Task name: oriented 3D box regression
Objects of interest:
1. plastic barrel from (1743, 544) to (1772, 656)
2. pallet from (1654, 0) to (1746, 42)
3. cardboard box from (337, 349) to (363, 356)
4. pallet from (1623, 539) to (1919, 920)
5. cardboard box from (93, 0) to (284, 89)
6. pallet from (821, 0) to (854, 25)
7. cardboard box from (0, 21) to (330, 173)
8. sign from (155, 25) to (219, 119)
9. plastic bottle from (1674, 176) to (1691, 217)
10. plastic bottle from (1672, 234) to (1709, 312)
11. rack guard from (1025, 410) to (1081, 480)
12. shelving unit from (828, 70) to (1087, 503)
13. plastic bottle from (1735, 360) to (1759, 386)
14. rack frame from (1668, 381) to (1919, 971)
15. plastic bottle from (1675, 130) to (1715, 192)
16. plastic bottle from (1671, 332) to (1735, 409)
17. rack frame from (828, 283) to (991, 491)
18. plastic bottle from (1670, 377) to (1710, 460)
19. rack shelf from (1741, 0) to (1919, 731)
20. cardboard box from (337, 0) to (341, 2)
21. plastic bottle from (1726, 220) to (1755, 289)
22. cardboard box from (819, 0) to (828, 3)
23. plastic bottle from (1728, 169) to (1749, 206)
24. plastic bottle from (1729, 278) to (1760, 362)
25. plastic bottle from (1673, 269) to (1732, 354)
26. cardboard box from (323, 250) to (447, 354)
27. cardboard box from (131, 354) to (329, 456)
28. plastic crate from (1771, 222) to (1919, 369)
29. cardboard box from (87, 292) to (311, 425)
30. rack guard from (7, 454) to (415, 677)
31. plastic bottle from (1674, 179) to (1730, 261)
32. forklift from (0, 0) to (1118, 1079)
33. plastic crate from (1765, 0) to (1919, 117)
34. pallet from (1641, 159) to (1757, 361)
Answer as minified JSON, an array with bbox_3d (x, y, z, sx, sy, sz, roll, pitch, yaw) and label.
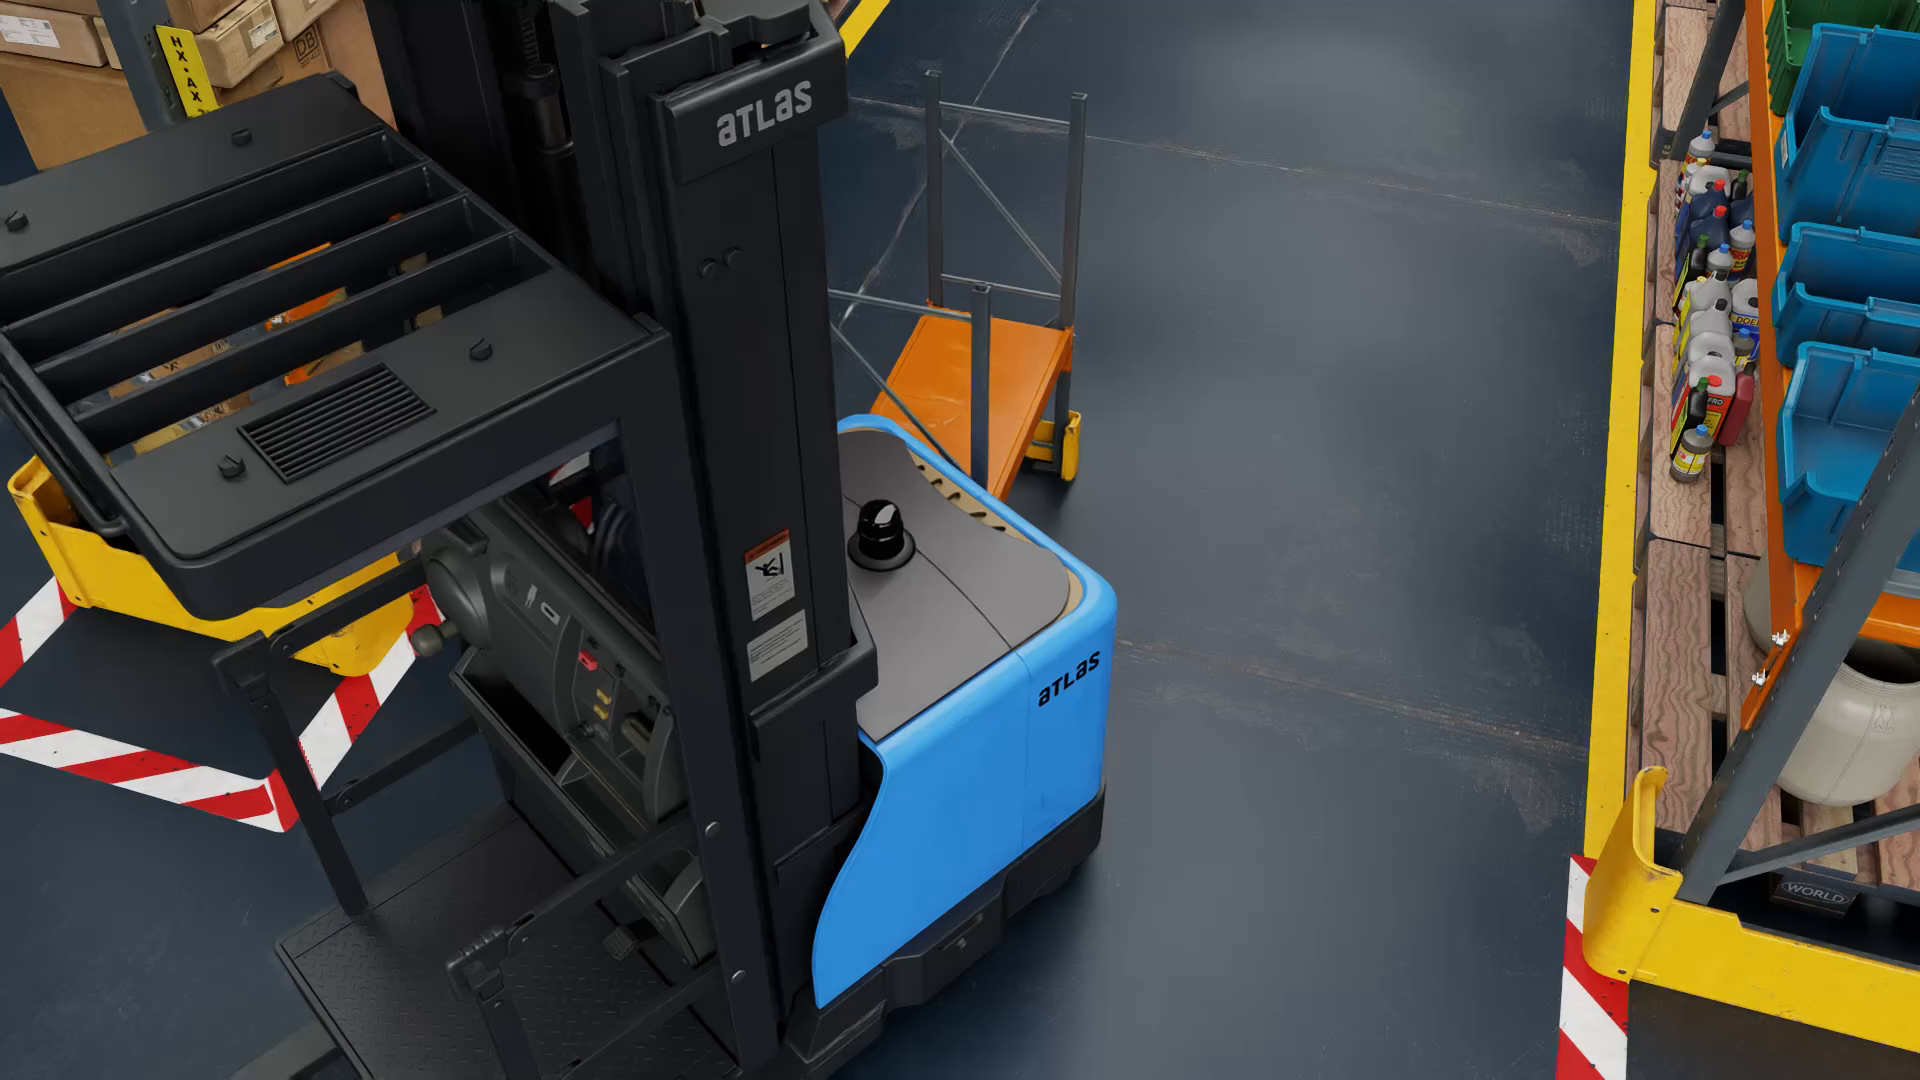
[{"bbox_3d":[2.609,0.124,4.958,0.421,0.512,0.421,0,44,0],"label":"plastic barrel"},{"bbox_3d":[4.111,-2.844,8.505,1.003,0.211,1.213,13,46,13],"label":"pallet"},{"bbox_3d":[-1.867,-0.690,5.976,0.500,0.250,0.500,13,46,13],"label":"cardboard box"},{"bbox_3d":[2.560,0.569,5.018,1.003,0.211,1.213,13,46,13],"label":"pallet"},{"bbox_3d":[-2.065,-1.362,4.462,0.380,0.149,0.250,12,46,12],"label":"cardboard box"},{"bbox_3d":[-0.992,-3.047,8.713,1.003,0.211,1.213,13,46,13],"label":"pallet"},{"bbox_3d":[-2.235,-1.222,4.783,0.700,0.500,0.500,13,46,13],"label":"cardboard box"},{"bbox_3d":[-1.862,-1.094,4.048,0.100,0.325,0.005,13,46,13],"label":"sign"},{"bbox_3d":[2.966,-1.395,6.717,0.097,0.201,0.097,0,44,0],"label":"plastic bottle"},{"bbox_3d":[2.755,-1.002,6.257,0.061,0.283,0.133,14,46,14],"label":"plastic bottle"},{"bbox_3d":[0.137,-0.389,5.968,0.587,0.250,0.087,12,46,12],"label":"rack guard"},{"bbox_3d":[-0.010,-0.503,5.191,0.587,1.500,1.083,12,46,12],"label":"shelving unit"},{"bbox_3d":[2.738,-0.541,5.845,0.097,0.201,0.097,0,44,0],"label":"plastic bottle"},{"bbox_3d":[2.331,0.173,3.428,1.000,3.000,0.127,13,46,13],"label":"rack frame"},{"bbox_3d":[3.028,-1.555,6.831,0.097,0.271,0.097,0,44,0],"label":"plastic bottle"},{"bbox_3d":[2.614,-0.582,5.833,0.152,0.276,0.135,11,46,11],"label":"plastic bottle"},{"bbox_3d":[-0.163,-0.157,4.838,0.500,1.500,0.032,12,46,12],"label":"rack frame"},{"bbox_3d":[2.487,-0.412,5.654,0.061,0.283,0.133,14,46,13],"label":"plastic bottle"},{"bbox_3d":[2.936,-0.903,5.042,1.077,0.370,4.000,13,46,13],"label":"rack shelf"},{"bbox_3d":[-1.911,-1.704,4.812,0.380,0.149,0.250,13,46,13],"label":"cardboard box"},{"bbox_3d":[2.973,-1.103,6.368,0.097,0.271,0.097,0,44,0],"label":"plastic bottle"},{"bbox_3d":[-0.819,-2.928,8.263,0.500,0.250,0.500,12,46,12],"label":"cardboard box"},{"bbox_3d":[3.058,-1.316,6.578,0.061,0.283,0.133,13,46,13],"label":"plastic bottle"},{"bbox_3d":[2.865,-0.803,6.058,0.152,0.276,0.135,13,46,13],"label":"plastic bottle"},{"bbox_3d":[2.716,-0.844,6.047,0.144,0.351,0.185,12,46,12],"label":"plastic bottle"},{"bbox_3d":[-1.865,-0.958,5.713,0.500,0.500,0.500,13,46,13],"label":"cardboard box"},{"bbox_3d":[-2.508,-0.466,5.747,0.500,0.250,0.500,13,46,13],"label":"cardboard box"},{"bbox_3d":[2.399,-0.602,4.327,0.499,0.251,0.408,13,46,13],"label":"plastic crate"},{"bbox_3d":[-2.510,-0.734,5.485,0.500,0.500,0.500,13,46,13],"label":"cardboard box"},{"bbox_3d":[-2.396,0.031,5.361,1.175,0.500,0.348,13,46,13],"label":"rack guard"},{"bbox_3d":[2.902,-1.253,6.465,0.144,0.351,0.185,14,46,14],"label":"plastic bottle"},{"bbox_3d":[-1.026,0.284,3.364,3.031,2.935,1.130,-32,53,-29],"label":"forklift"},{"bbox_3d":[2.862,-1.572,5.363,0.450,0.188,0.662,13,46,13],"label":"plastic crate"},{"bbox_3d":[3.299,-1.057,6.680,1.003,0.211,1.213,13,46,13],"label":"pallet"}]
